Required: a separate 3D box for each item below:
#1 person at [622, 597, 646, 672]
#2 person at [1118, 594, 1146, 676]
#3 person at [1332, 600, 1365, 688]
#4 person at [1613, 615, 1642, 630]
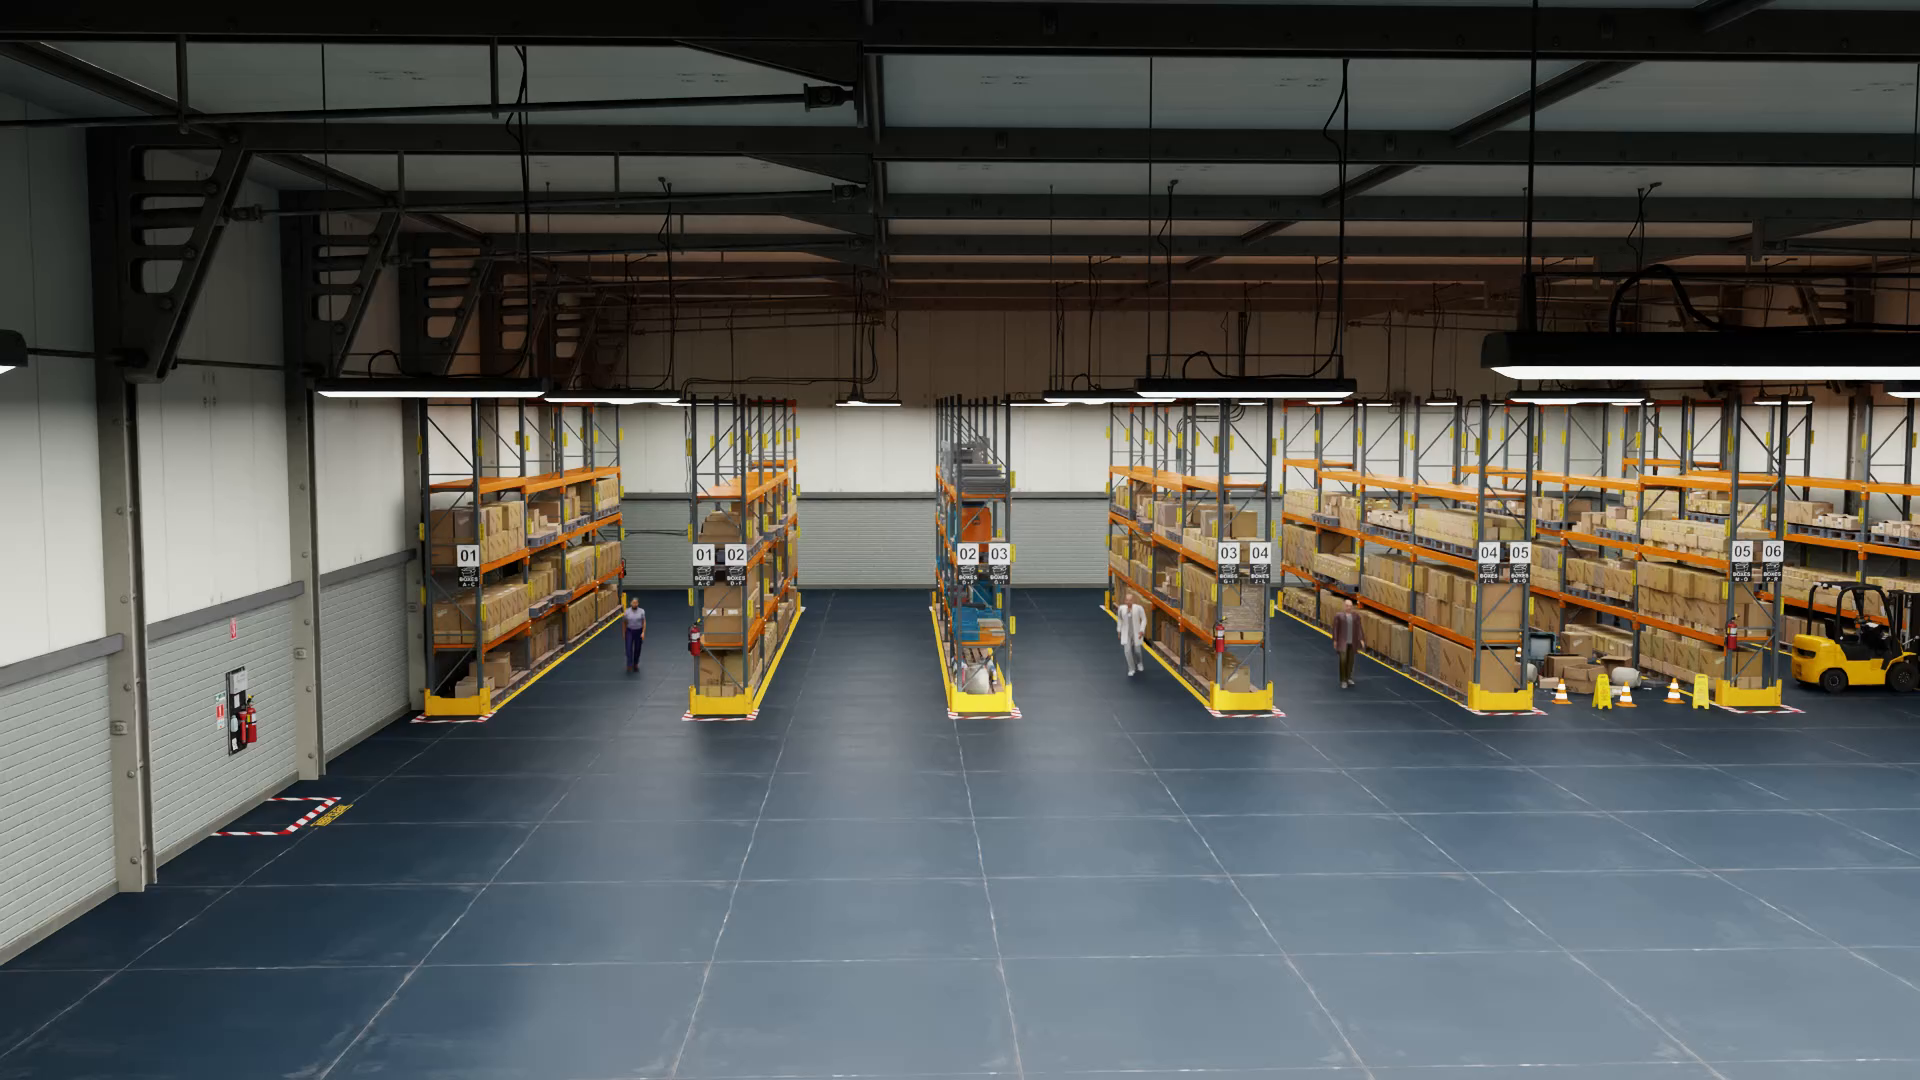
[{"bbox_3d":[-7.105,2.058,36.242,0.538,1.583,0.957,-2,5,-24],"label":"person"},{"bbox_3d":[3.729,2.074,35.998,0.641,1.653,0.750,1,5,13],"label":"person"},{"bbox_3d":[8.030,2.156,34.375,0.624,1.856,0.569,0,5,-5],"label":"person"},{"bbox_3d":[17.338,1.488,43.158,0.638,1.669,1.084,0,5,-5],"label":"person"}]
